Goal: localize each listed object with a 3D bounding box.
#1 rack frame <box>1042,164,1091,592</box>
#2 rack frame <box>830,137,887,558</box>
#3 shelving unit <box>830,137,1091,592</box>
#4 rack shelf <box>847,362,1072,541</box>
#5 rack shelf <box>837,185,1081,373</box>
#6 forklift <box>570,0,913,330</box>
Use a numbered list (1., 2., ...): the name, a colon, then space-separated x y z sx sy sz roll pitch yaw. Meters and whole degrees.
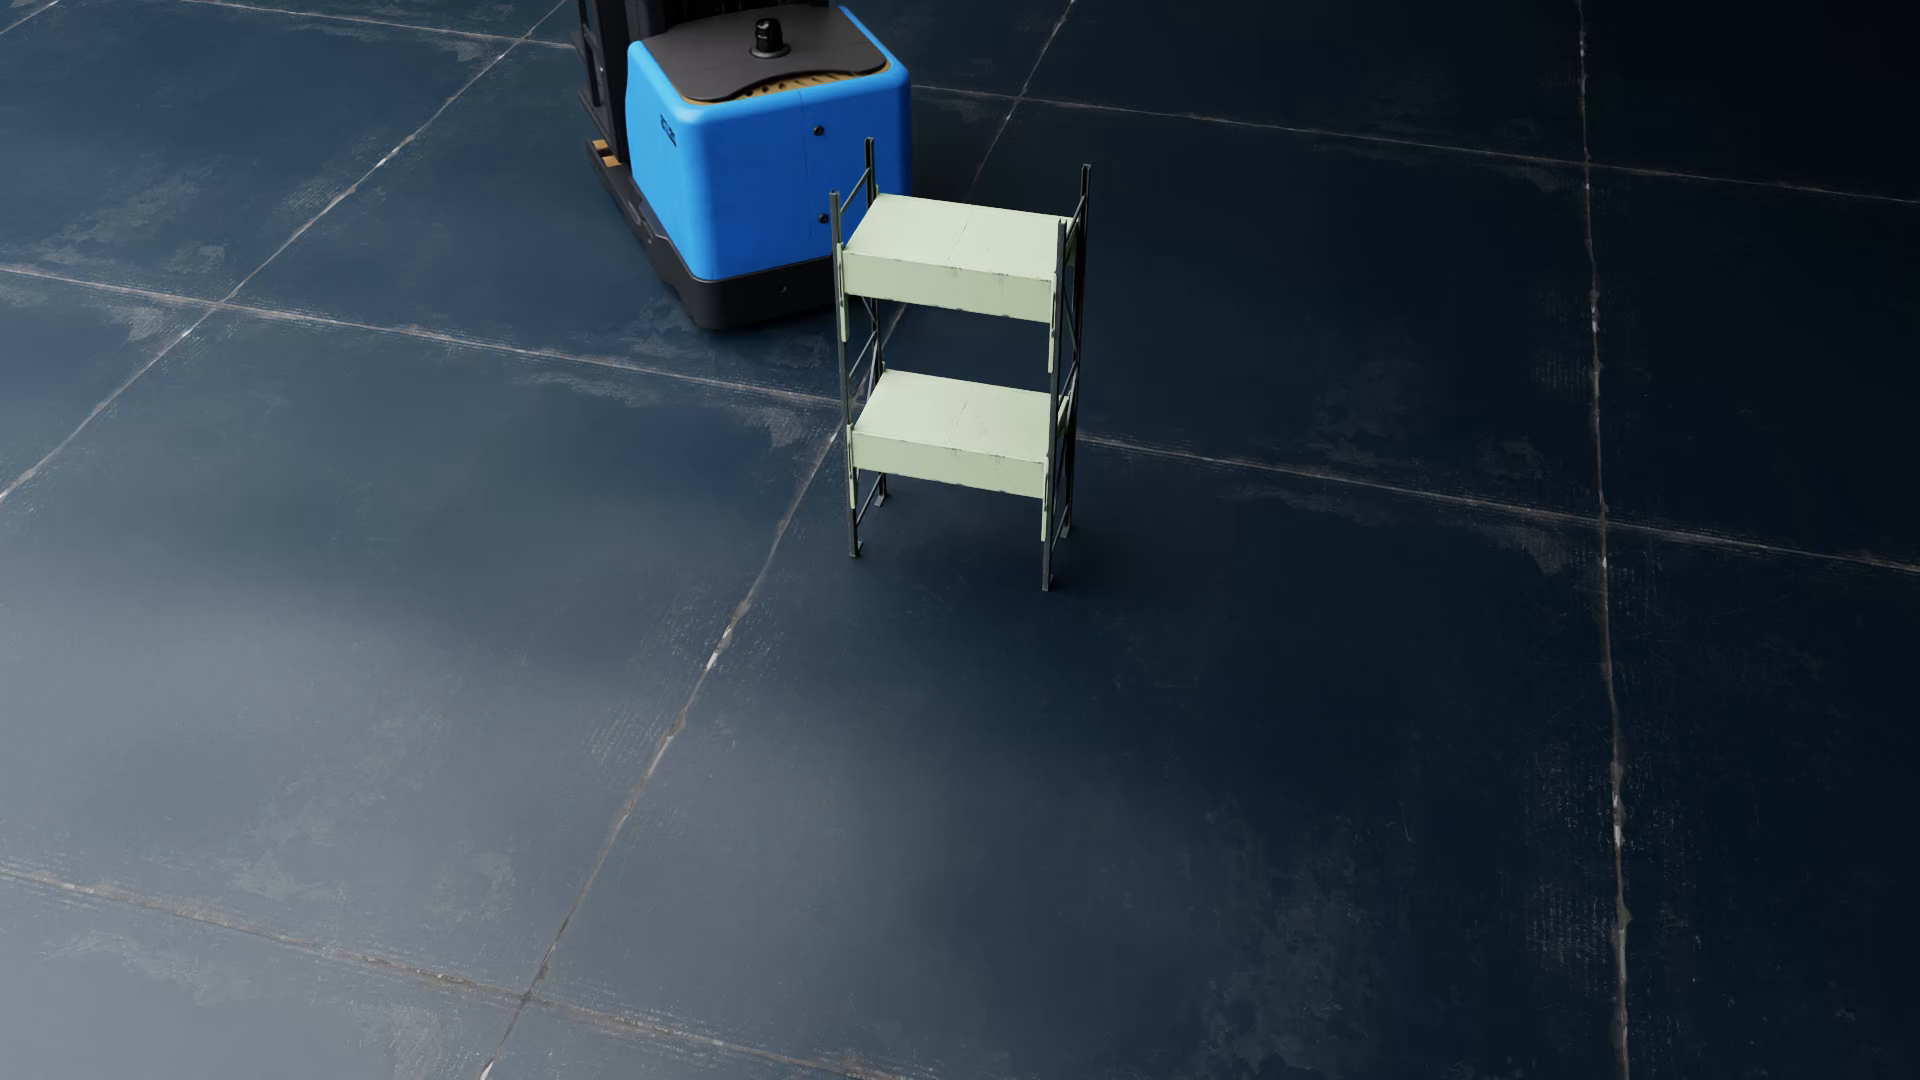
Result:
1. rack frame: 0.360 -0.512 5.694 0.023 1.500 0.400 10 41 11
2. rack frame: -0.347 -0.634 5.839 0.023 1.500 0.400 10 41 11
3. shelving unit: 0.006 -0.573 5.766 0.755 1.500 0.431 10 41 11
4. rack shelf: 0.006 -0.324 5.976 0.720 0.370 0.431 10 41 11
5. rack shelf: 0.006 -0.872 5.515 0.720 0.370 0.431 10 41 11
6. forklift: -1.250 -2.986 7.526 1.130 2.935 3.031 -16 43 -18
